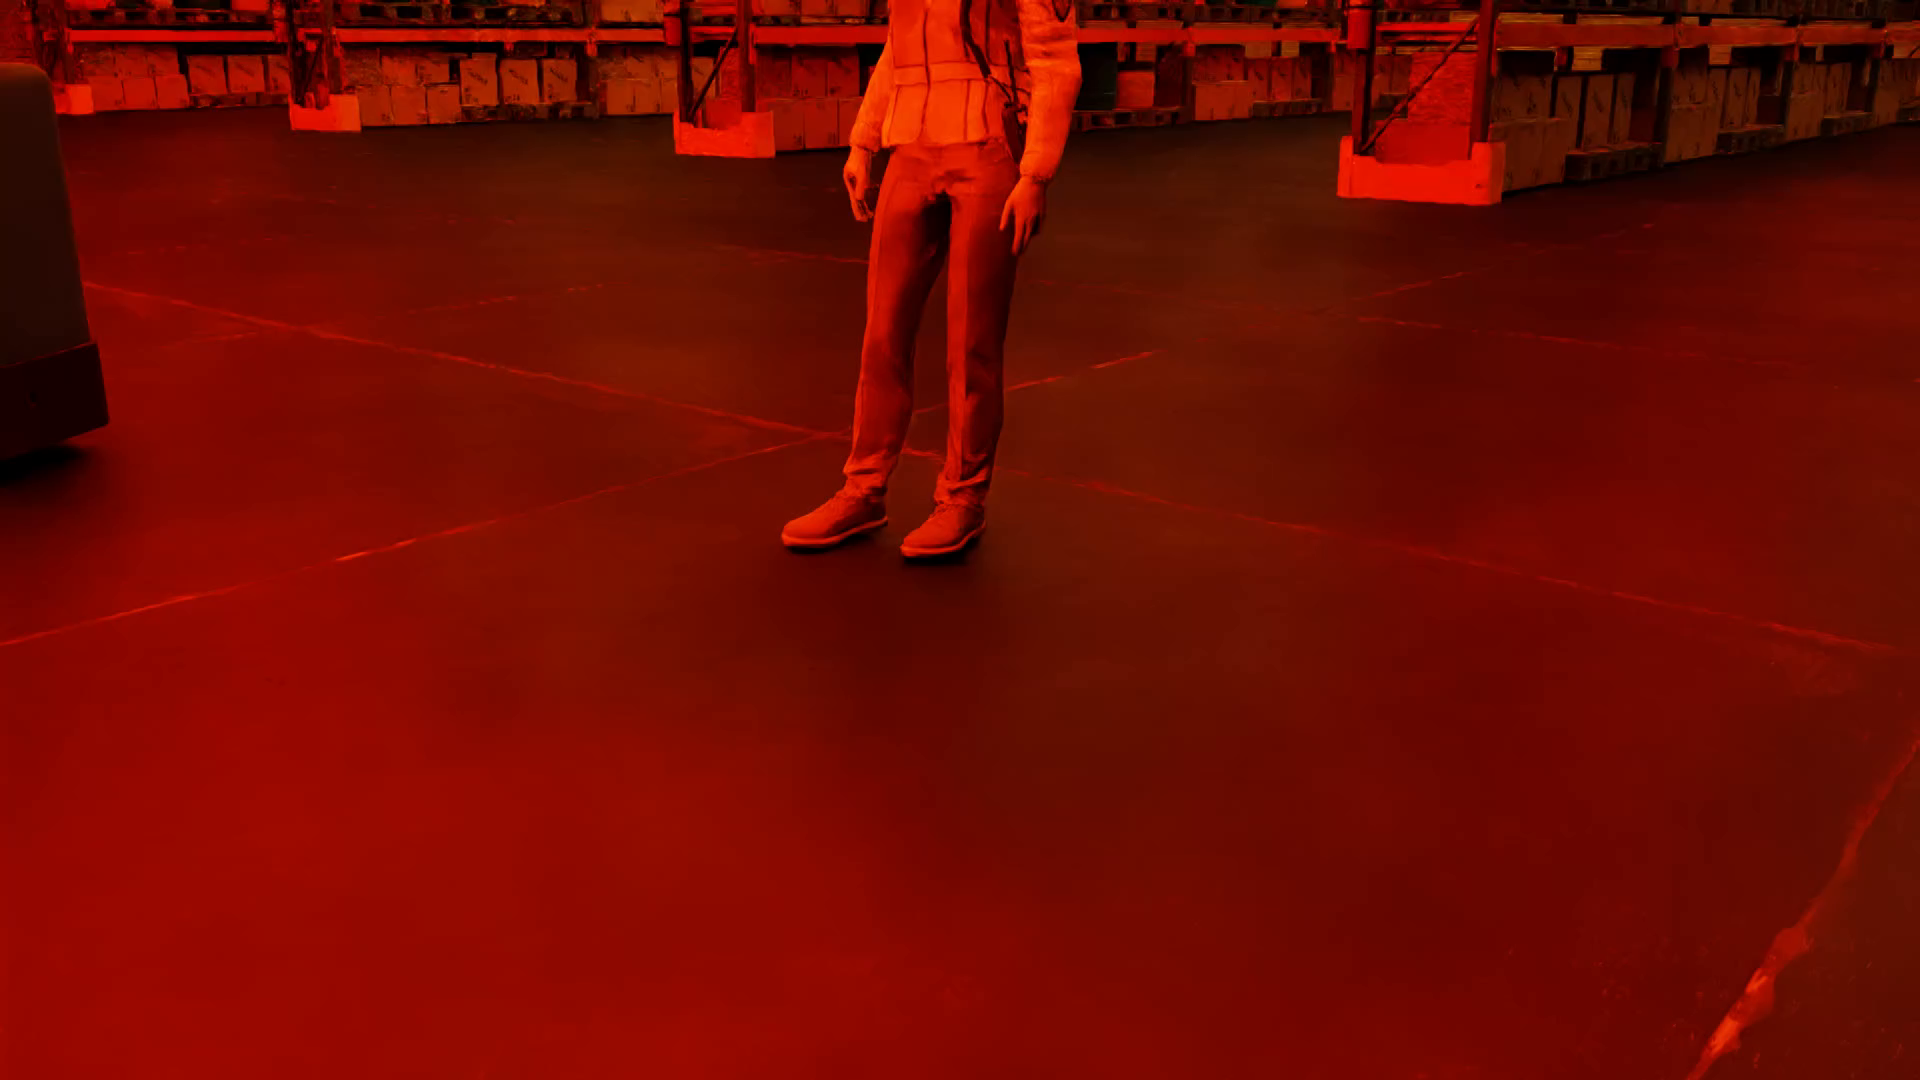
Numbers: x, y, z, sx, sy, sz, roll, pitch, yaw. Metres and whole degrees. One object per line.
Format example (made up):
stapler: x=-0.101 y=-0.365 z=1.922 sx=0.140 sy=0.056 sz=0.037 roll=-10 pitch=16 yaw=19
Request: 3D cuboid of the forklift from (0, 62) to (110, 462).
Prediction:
forklift: x=-4.016 y=-1.602 z=4.172 sx=3.031 sy=2.935 sz=1.130 roll=2 pitch=17 yaw=8

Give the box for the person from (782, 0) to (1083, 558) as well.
person: x=-0.048 y=-0.804 z=3.648 sx=0.586 sy=1.695 sz=0.532 roll=13 pitch=21 yaw=37
